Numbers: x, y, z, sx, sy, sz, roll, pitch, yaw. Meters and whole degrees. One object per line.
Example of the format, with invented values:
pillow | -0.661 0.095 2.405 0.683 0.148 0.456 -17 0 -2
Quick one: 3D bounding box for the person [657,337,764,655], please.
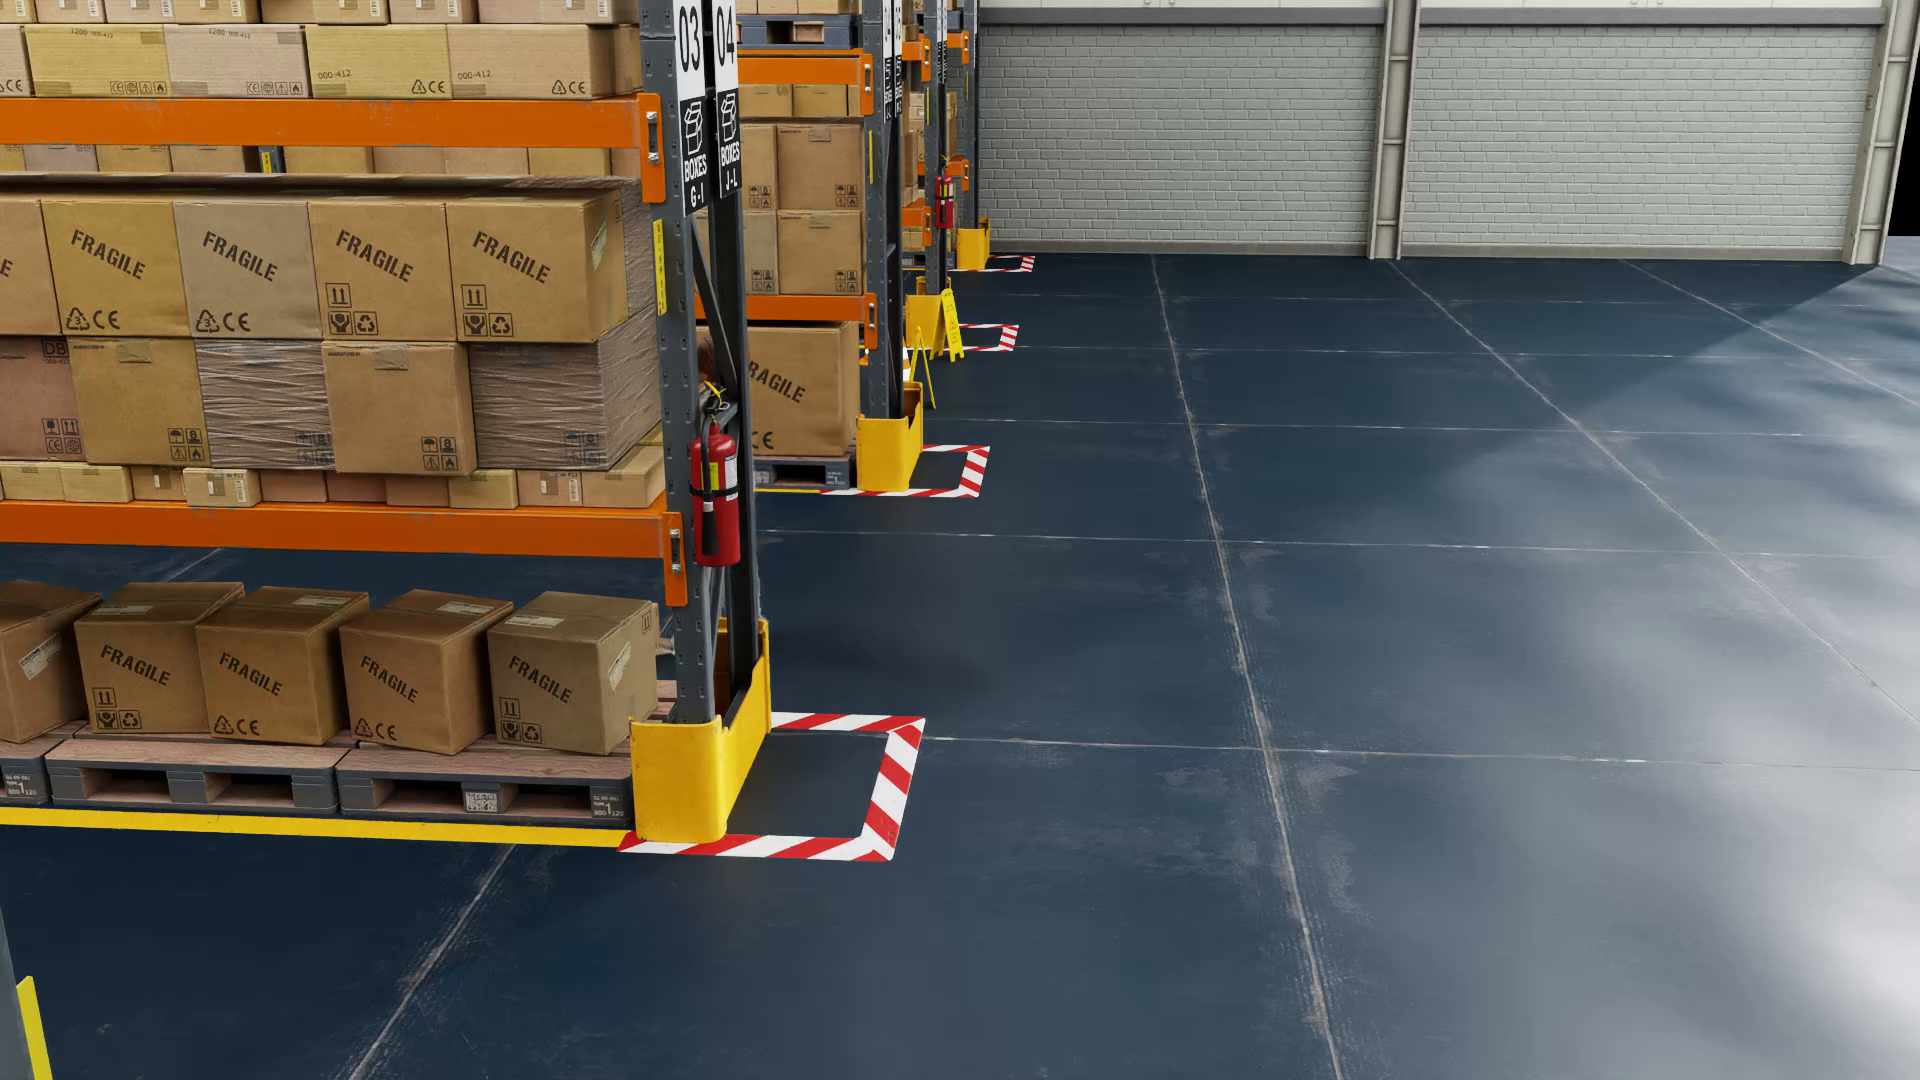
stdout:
person | -1.261 -0.221 8.216 0.529 1.602 0.459 -1 18 -4
